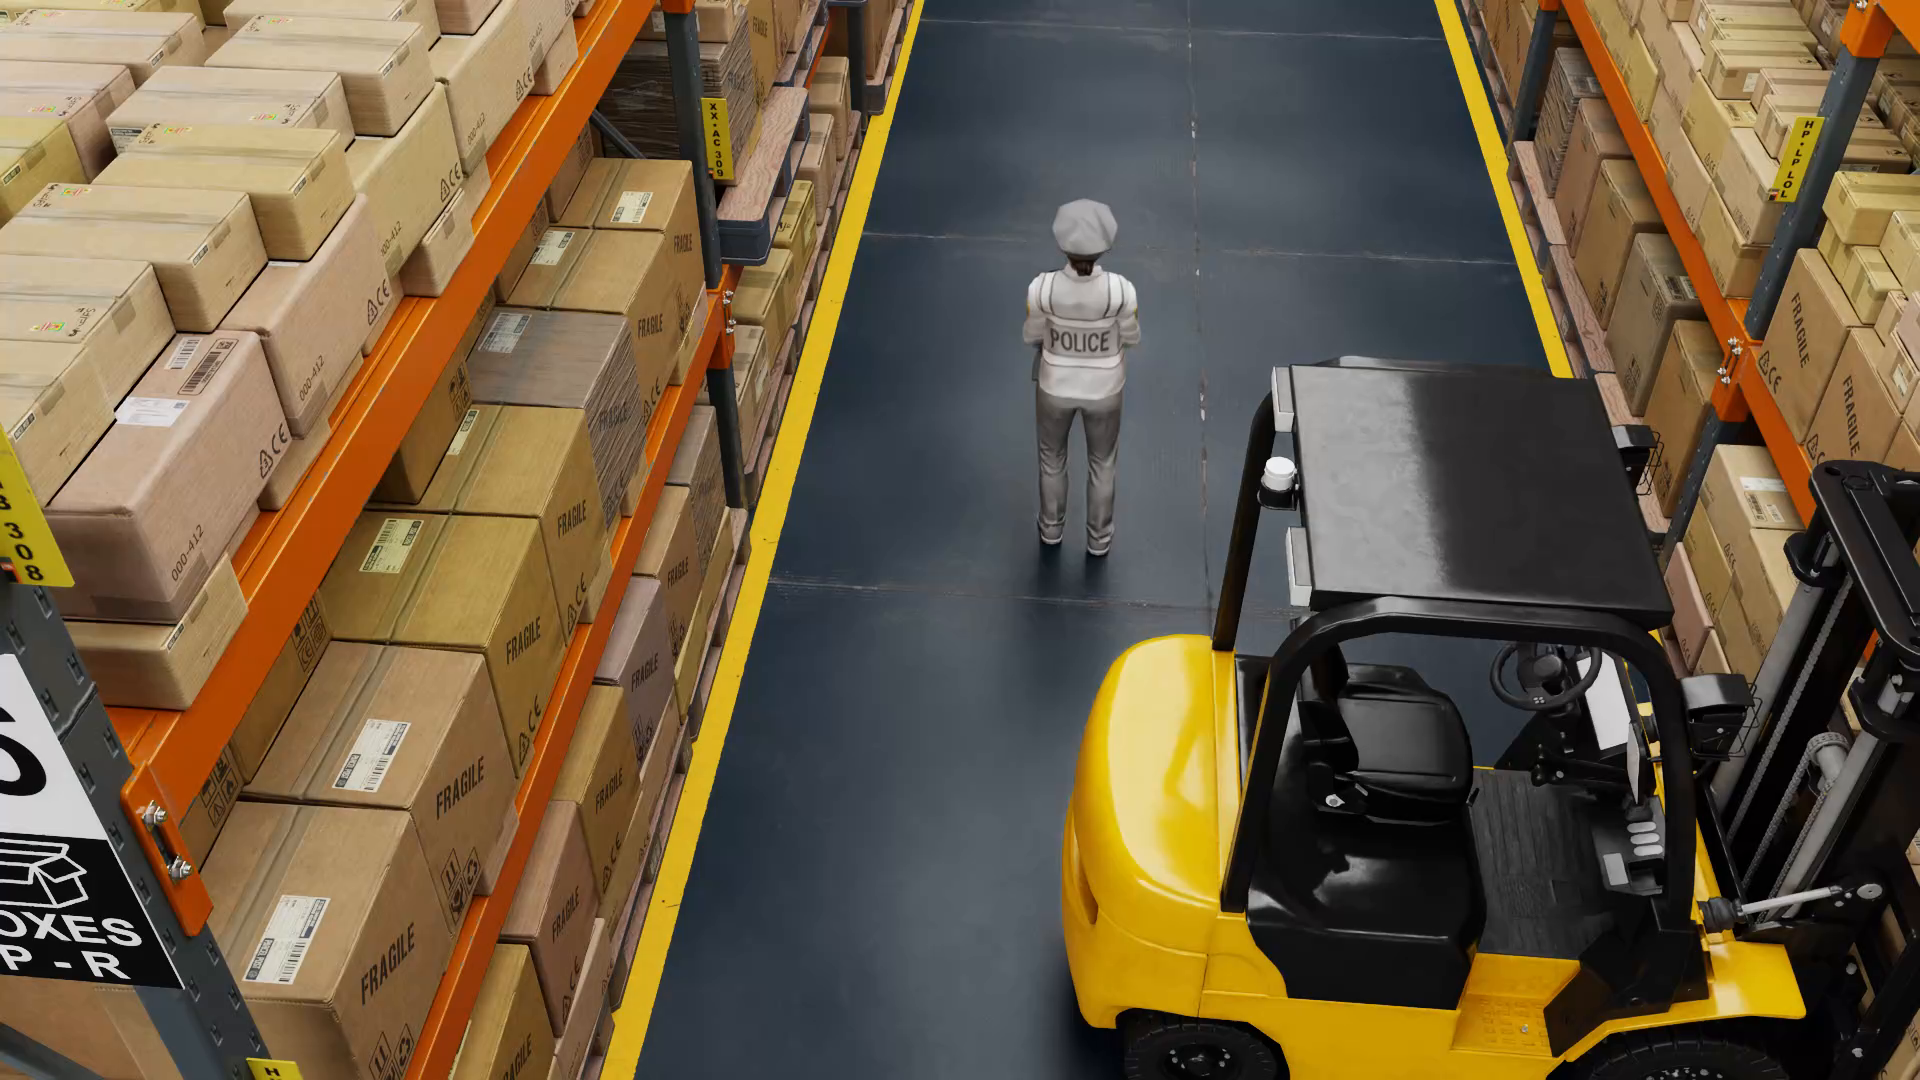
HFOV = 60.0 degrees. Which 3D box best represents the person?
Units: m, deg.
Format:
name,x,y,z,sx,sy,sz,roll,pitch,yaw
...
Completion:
name,x,y,z,sx,sy,sz,roll,pitch,yaw
person,0.497,-0.690,6.945,0.479,1.692,0.529,3,40,4
